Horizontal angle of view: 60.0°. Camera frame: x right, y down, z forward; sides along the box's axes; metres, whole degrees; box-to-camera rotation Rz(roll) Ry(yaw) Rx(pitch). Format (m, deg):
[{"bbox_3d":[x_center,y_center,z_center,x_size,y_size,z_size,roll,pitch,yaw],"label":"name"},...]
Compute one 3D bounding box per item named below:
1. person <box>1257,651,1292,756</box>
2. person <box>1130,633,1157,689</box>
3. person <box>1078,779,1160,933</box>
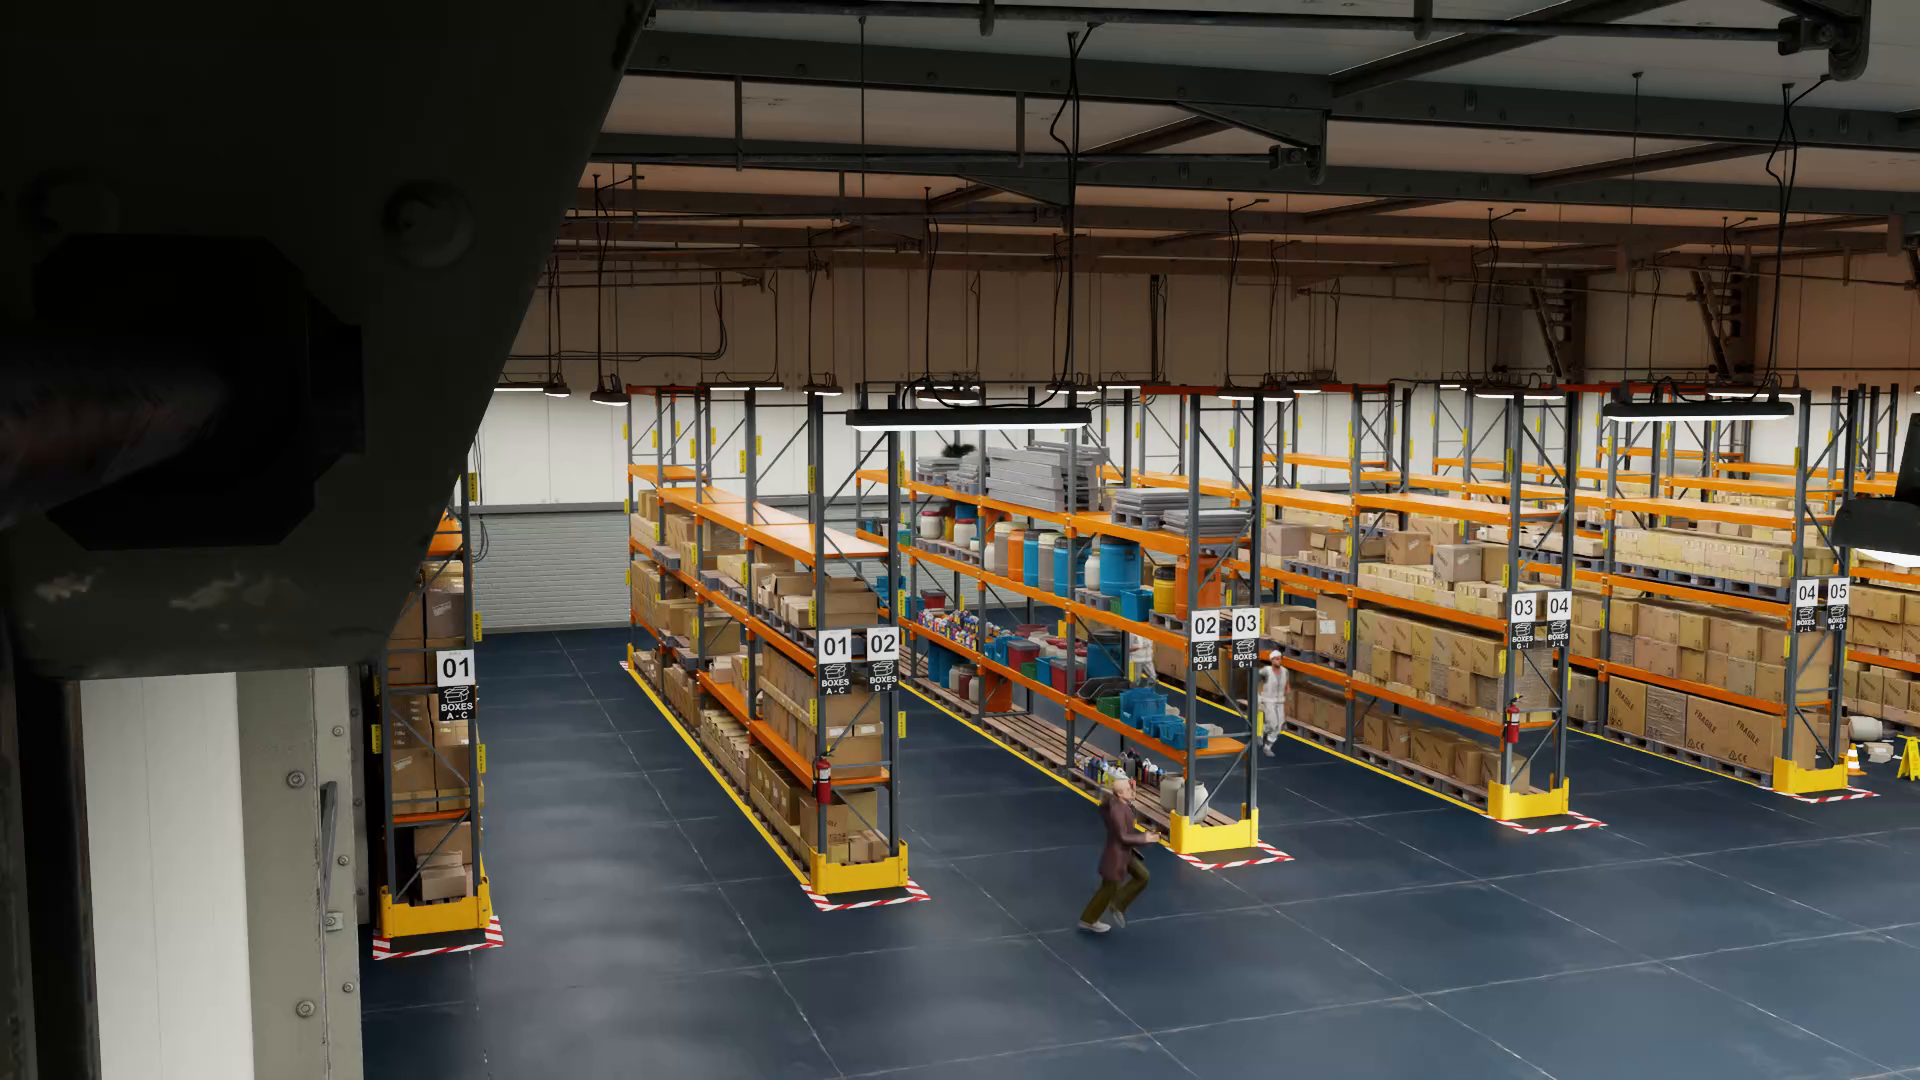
[{"bbox_3d":[5.126,2.663,27.200,0.670,1.737,0.582,-2,6,-22],"label":"person"},{"bbox_3d":[3.357,2.273,30.708,0.654,1.835,0.729,-3,7,-28],"label":"person"},{"bbox_3d":[1.804,3.522,18.643,0.881,1.736,0.728,1,6,13],"label":"person"}]
